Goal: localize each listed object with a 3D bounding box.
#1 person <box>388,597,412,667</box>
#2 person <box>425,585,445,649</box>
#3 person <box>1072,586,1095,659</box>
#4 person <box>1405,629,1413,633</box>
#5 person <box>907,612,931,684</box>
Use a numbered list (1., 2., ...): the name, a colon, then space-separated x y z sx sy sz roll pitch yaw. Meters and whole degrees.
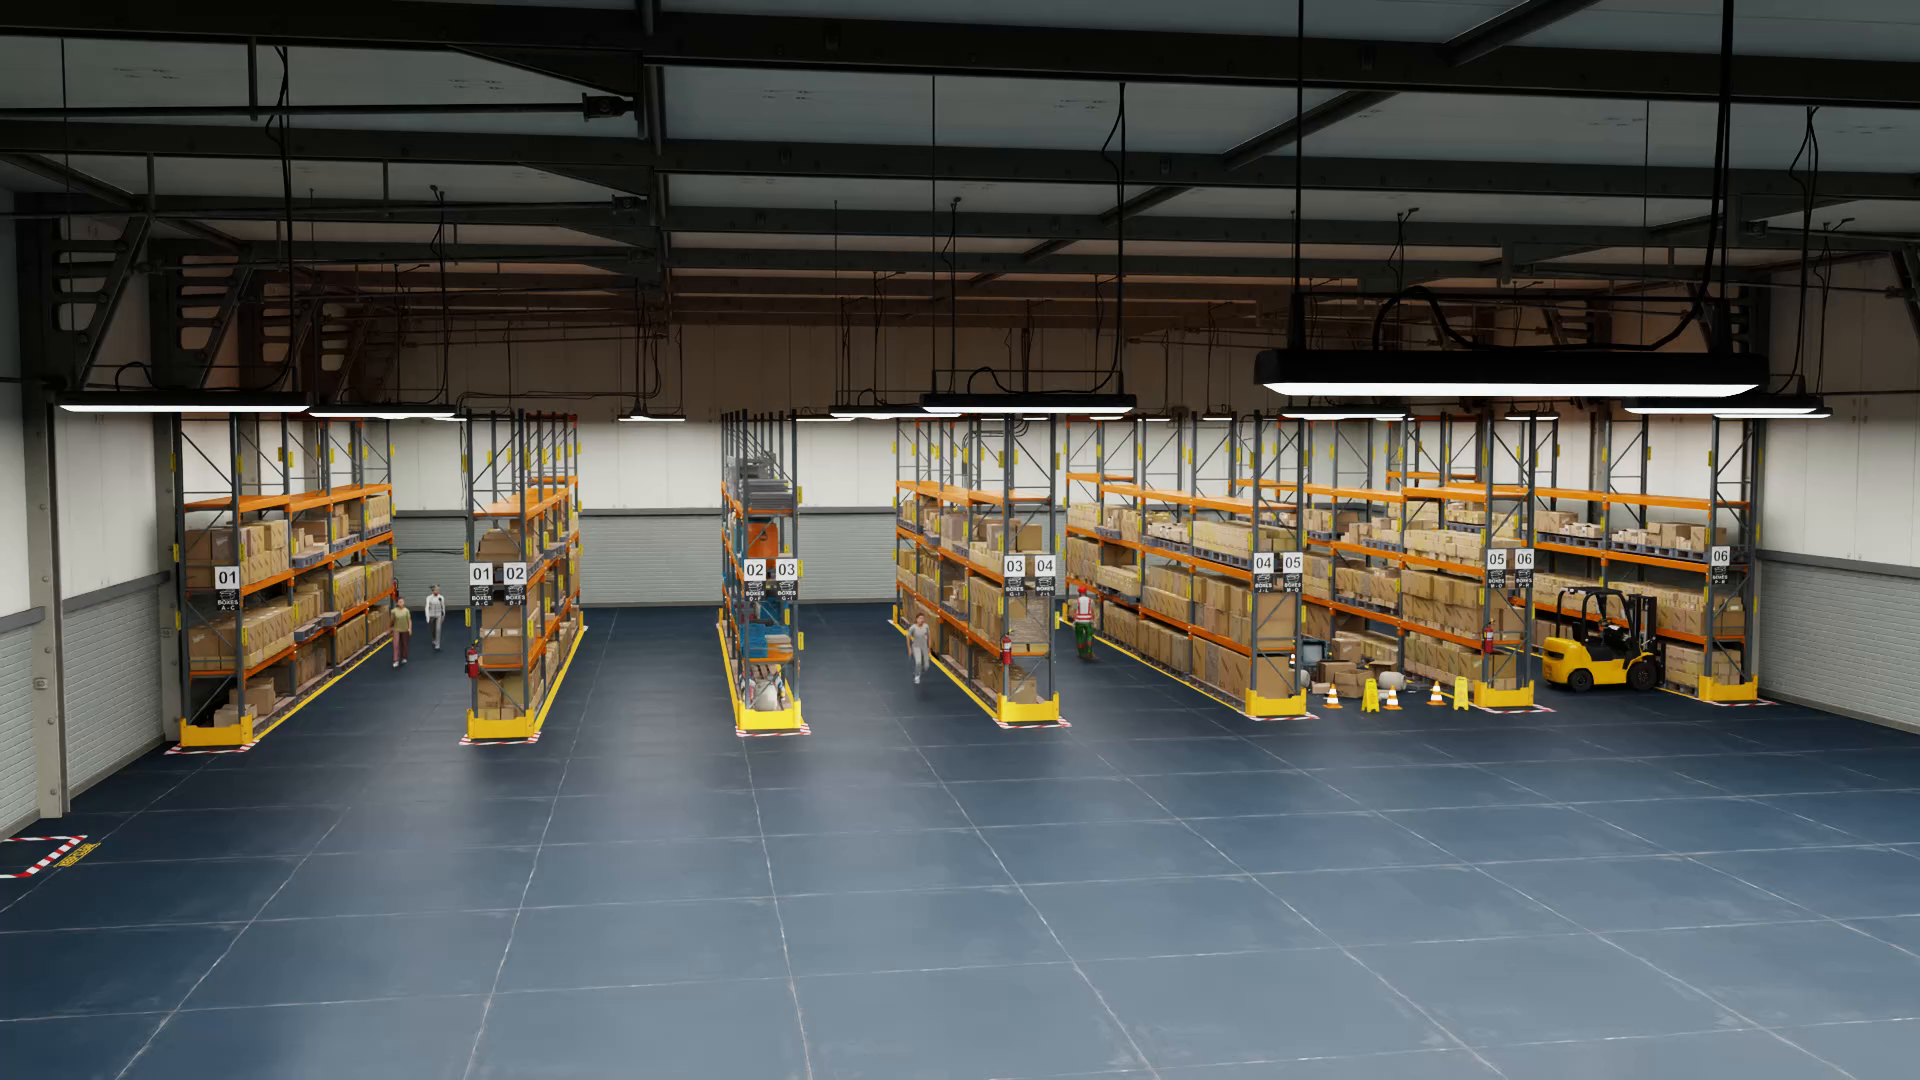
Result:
1. person: -13.237 2.149 39.282 0.533 1.600 1.044 -1 4 -19
2. person: -13.383 1.932 42.399 0.458 1.620 1.049 -1 4 -10
3. person: 3.015 2.013 40.521 0.573 1.783 0.553 -1 4 -10
4. person: 12.280 1.719 45.585 0.516 1.641 0.447 -4 5 -42
5. person: -0.880 2.318 35.473 0.532 1.575 0.716 -2 4 -22
